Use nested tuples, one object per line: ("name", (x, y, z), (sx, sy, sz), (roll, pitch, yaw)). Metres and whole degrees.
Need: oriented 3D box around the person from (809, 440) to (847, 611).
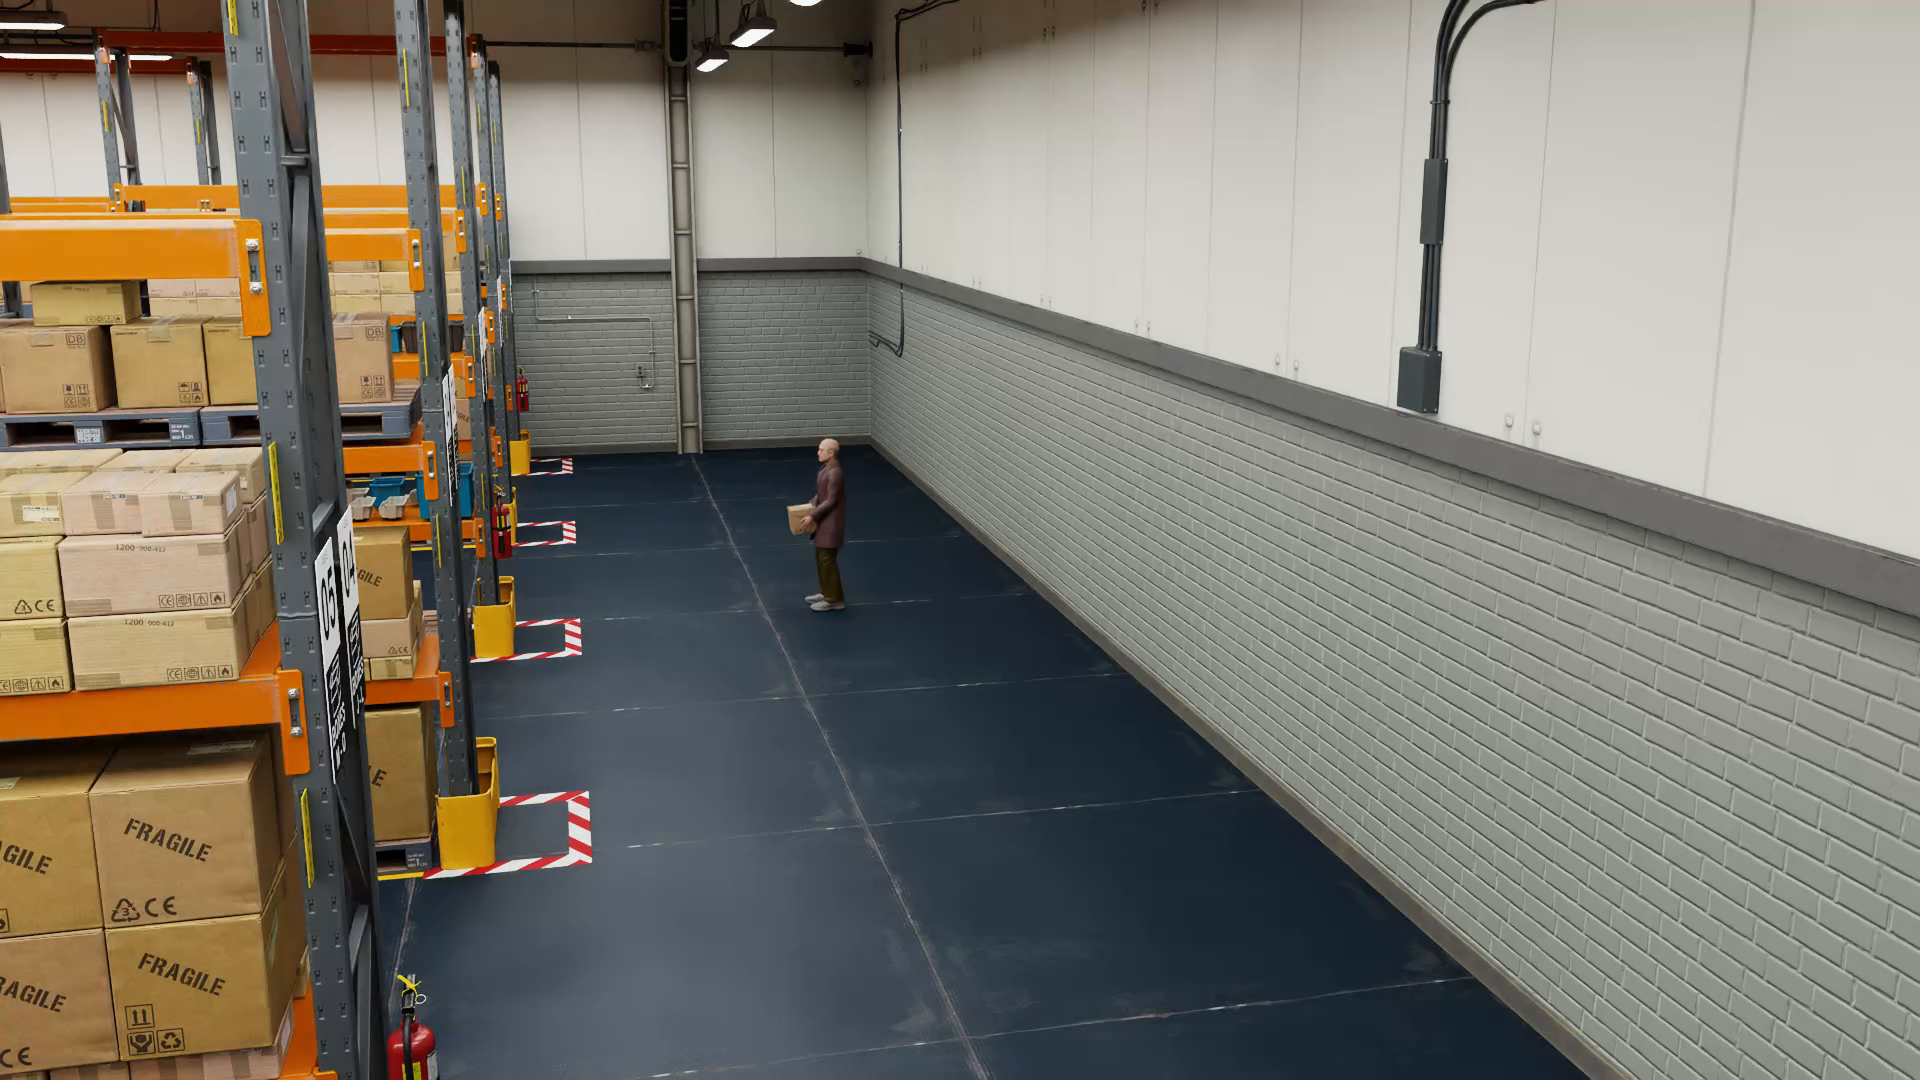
("person", (-1.386, -0.165, 17.250), (0.423, 1.773, 0.642), (-3, 13, -13))
